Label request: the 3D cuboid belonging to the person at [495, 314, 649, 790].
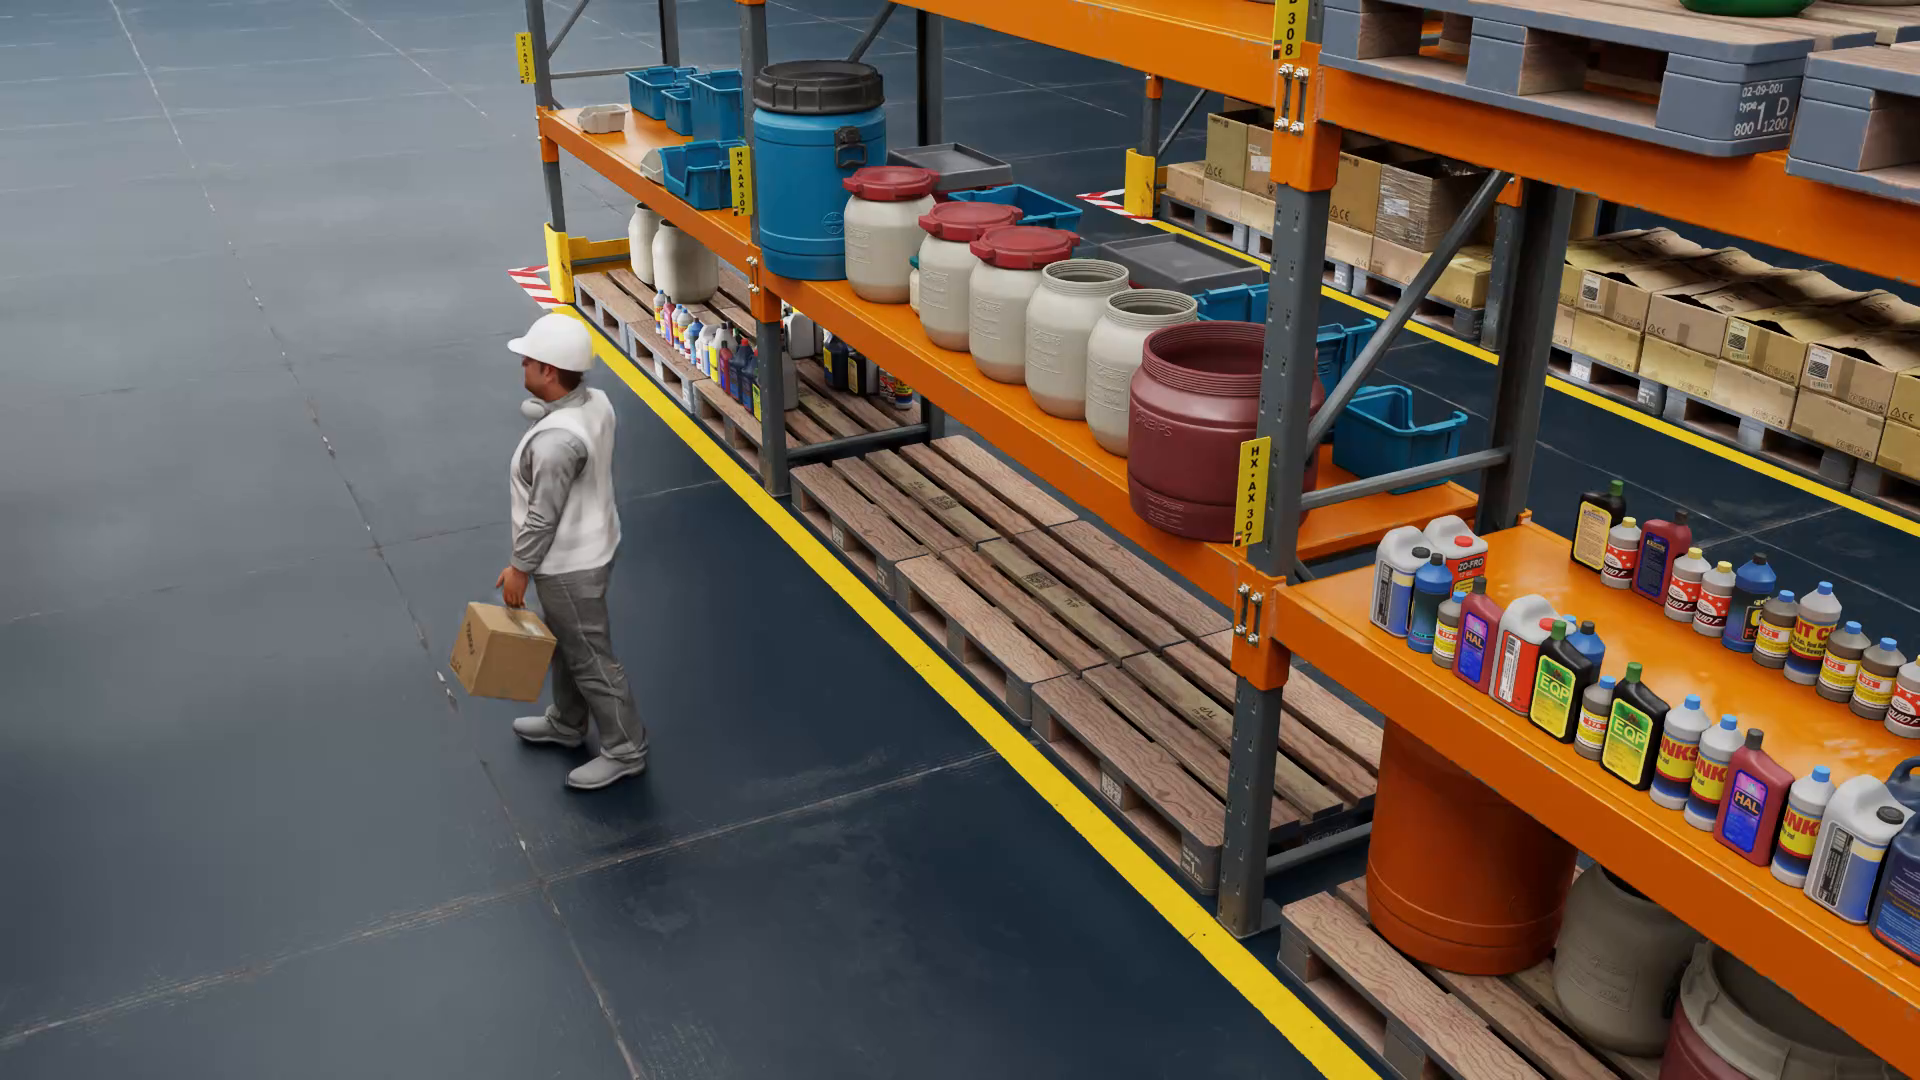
[{"bbox_3d":[-1.462,0.042,5.984,0.583,1.777,0.598,0,25,1],"label":"person"}]
